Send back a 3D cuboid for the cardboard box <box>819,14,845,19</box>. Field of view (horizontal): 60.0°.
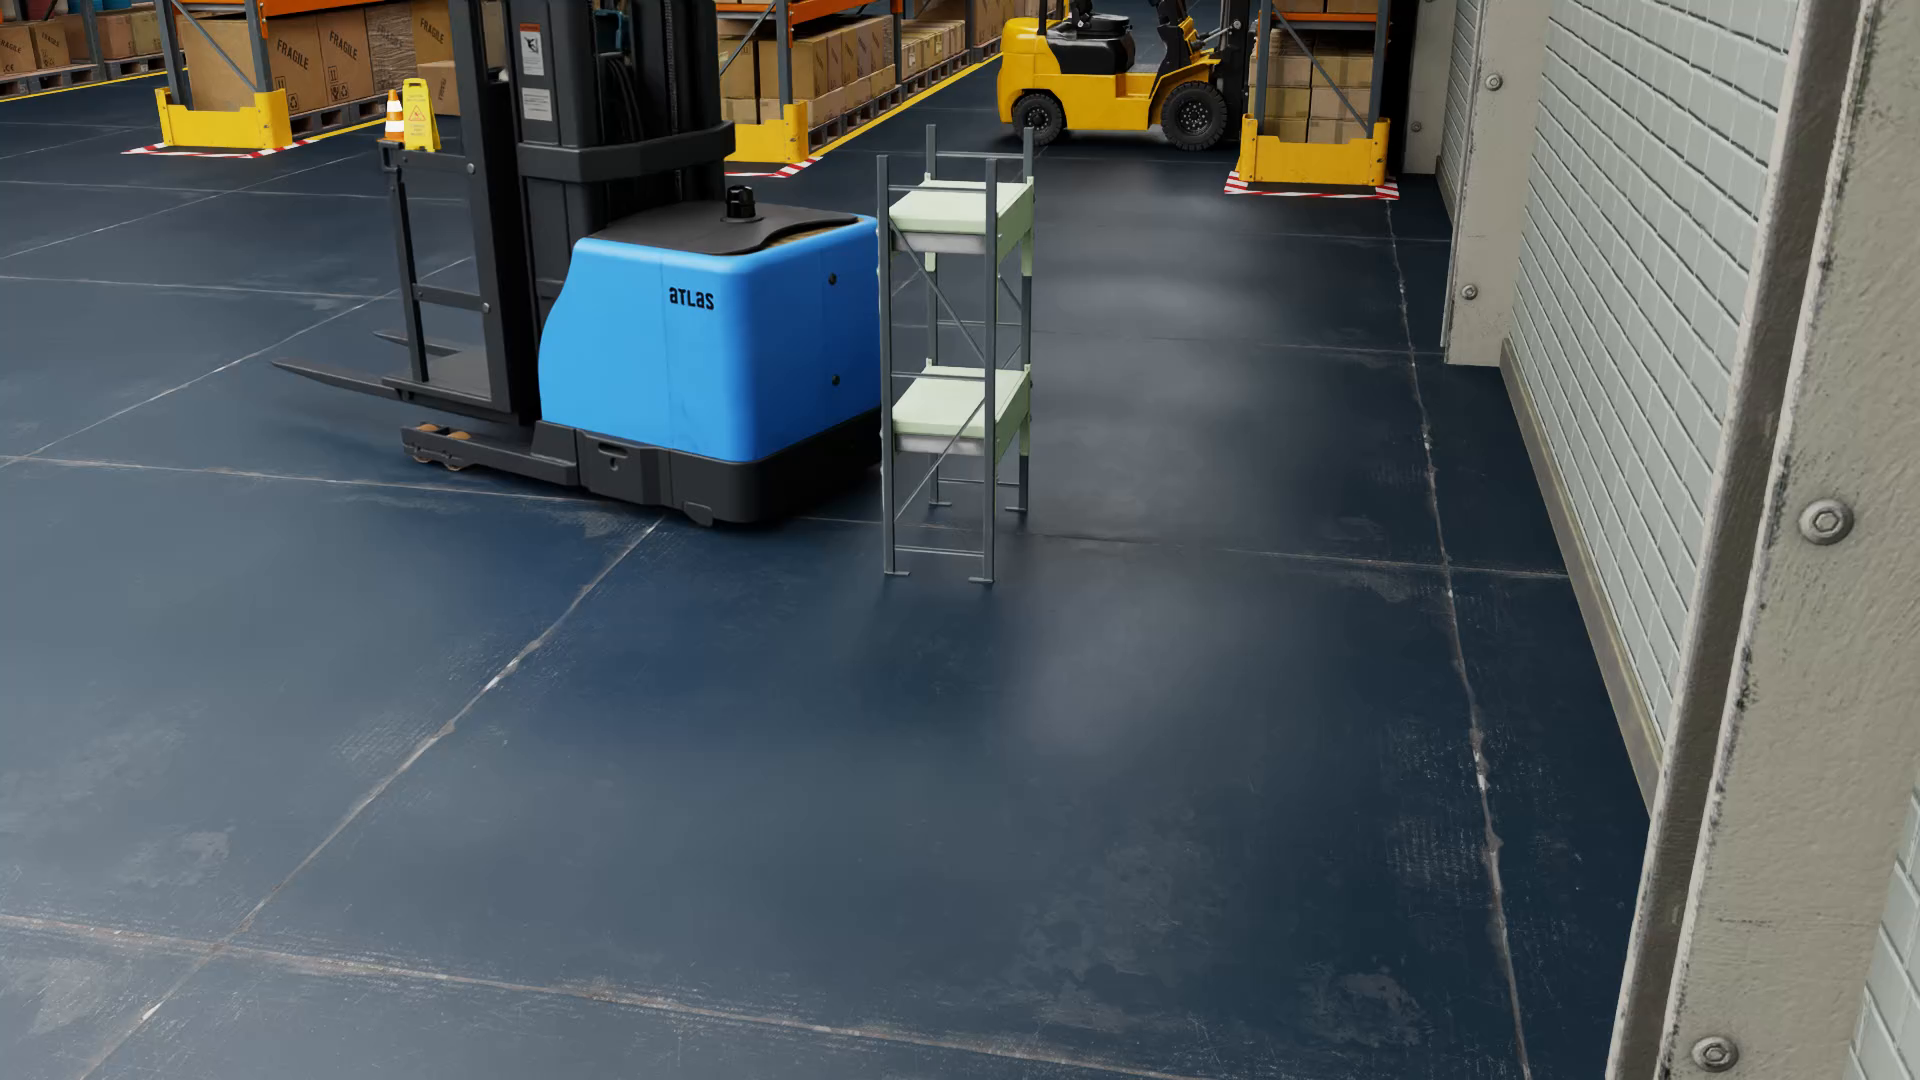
[{"bbox_3d":[-1.522,-5.288,17.582,0.500,0.500,0.500,6,23,13],"label":"cardboard box"}]

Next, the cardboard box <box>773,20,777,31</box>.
[{"bbox_3d":[-1.927,-4.961,15.903,0.380,0.149,0.250,5,23,13],"label":"cardboard box"}]

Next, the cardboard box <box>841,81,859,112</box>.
[{"bbox_3d":[-1.308,-4.333,16.214,0.500,0.250,0.500,6,23,15],"label":"cardboard box"}]

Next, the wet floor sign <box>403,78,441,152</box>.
[{"bbox_3d":[-4.888,-3.839,15.023,0.267,0.644,0.232,1,22,2],"label":"wet floor sign"}]

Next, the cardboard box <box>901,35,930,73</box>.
[{"bbox_3d":[-0.890,-5.647,19.314,0.950,0.372,0.625,6,23,14],"label":"cardboard box"}]

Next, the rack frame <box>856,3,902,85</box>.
[{"bbox_3d":[-1.138,-6.216,17.771,1.000,3.000,0.127,4,22,11],"label":"rack frame"}]

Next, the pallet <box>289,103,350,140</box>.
[{"bbox_3d":[-6.734,-4.098,16.246,1.003,0.211,1.213,4,22,11],"label":"pallet"}]

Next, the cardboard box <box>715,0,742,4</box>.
[{"bbox_3d":[-2.087,-4.789,14.566,0.380,0.149,0.250,5,23,13],"label":"cardboard box"}]

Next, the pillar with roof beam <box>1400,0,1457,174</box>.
[{"bbox_3d":[-0.284,-7.672,13.359,9.100,9.000,0.400,4,22,11],"label":"pillar with roof beam"}]

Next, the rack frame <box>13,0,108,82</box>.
[{"bbox_3d":[-10.839,-6.971,19.647,1.000,3.000,0.127,4,22,11],"label":"rack frame"}]

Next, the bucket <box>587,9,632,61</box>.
[{"bbox_3d":[-3.775,-5.517,18.384,0.726,0.611,0.620,13,15,29],"label":"bucket"}]

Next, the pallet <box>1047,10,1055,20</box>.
[{"bbox_3d":[0.973,-8.567,27.344,1.003,0.211,1.213,4,22,11],"label":"pallet"}]

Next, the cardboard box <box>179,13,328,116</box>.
[{"bbox_3d":[-6.747,-4.555,15.931,0.875,0.875,0.875,5,22,11],"label":"cardboard box"}]

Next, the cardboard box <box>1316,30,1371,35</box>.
[{"bbox_3d":[3.606,-4.656,15.680,0.500,0.250,0.500,5,22,11],"label":"cardboard box"}]

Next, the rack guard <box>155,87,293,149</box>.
[{"bbox_3d":[-6.825,-3.925,15.429,1.175,0.500,0.348,4,22,11],"label":"rack guard"}]

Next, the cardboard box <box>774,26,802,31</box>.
[{"bbox_3d":[-1.833,-4.708,16.143,0.500,0.500,0.500,4,22,10],"label":"cardboard box"}]

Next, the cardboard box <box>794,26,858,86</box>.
[{"bbox_3d":[-1.301,-4.677,16.066,0.500,0.500,0.500,5,22,12],"label":"cardboard box"}]

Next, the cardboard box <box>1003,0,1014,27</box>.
[{"bbox_3d":[0.270,-7.787,23.955,0.875,0.875,0.875,5,22,12],"label":"cardboard box"}]

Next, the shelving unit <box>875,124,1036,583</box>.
[{"bbox_3d":[-0.001,-0.693,6.067,0.431,1.500,0.755,4,22,11],"label":"shelving unit"}]

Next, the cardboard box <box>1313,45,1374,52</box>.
[{"bbox_3d":[3.288,-4.103,14.306,0.500,0.250,0.500,4,22,11],"label":"cardboard box"}]

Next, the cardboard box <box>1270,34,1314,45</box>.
[{"bbox_3d":[2.997,-4.508,15.312,0.500,0.250,0.500,4,22,10],"label":"cardboard box"}]

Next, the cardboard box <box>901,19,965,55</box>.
[{"bbox_3d":[-0.446,-6.448,21.305,0.950,0.372,0.625,3,22,7],"label":"cardboard box"}]

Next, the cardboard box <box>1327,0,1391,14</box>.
[{"bbox_3d":[3.279,-4.582,13.582,0.500,0.500,0.500,5,23,13],"label":"cardboard box"}]

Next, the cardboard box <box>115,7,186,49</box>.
[{"bbox_3d":[-10.463,-6.616,21.523,0.700,0.500,0.500,3,22,6],"label":"cardboard box"}]

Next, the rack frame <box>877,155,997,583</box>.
[{"bbox_3d":[-0.076,-0.559,5.735,0.400,1.500,0.023,4,22,11],"label":"rack frame"}]

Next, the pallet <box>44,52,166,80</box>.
[{"bbox_3d":[-10.682,-5.962,20.875,1.003,0.211,1.213,4,22,11],"label":"pallet"}]

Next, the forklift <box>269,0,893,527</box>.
[{"bbox_3d":[-1.804,-1.806,6.915,3.031,2.935,1.130,13,25,29],"label":"forklift"}]

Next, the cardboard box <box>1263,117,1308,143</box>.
[{"bbox_3d":[2.693,-3.491,14.125,0.500,0.250,0.500,5,22,11],"label":"cardboard box"}]

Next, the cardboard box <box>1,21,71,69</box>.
[{"bbox_3d":[-10.960,-5.863,19.680,0.500,0.500,0.500,4,22,9],"label":"cardboard box"}]

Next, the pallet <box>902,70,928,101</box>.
[{"bbox_3d":[-0.980,-5.207,19.000,1.003,0.211,1.213,4,22,11],"label":"pallet"}]

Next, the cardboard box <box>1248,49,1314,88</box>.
[{"bbox_3d":[2.695,-3.951,13.929,0.500,0.250,0.500,5,23,13],"label":"cardboard box"}]

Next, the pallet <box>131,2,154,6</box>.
[{"bbox_3d":[-13.943,-9.253,29.045,1.003,0.211,1.213,4,22,11],"label":"pallet"}]

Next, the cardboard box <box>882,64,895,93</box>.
[{"bbox_3d":[-0.995,-4.898,17.619,0.500,0.250,0.500,5,23,13],"label":"cardboard box"}]

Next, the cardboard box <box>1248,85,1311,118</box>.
[{"bbox_3d":[2.700,-3.729,14.046,0.500,0.250,0.500,4,22,10],"label":"cardboard box"}]

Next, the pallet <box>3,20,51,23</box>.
[{"bbox_3d":[-14.752,-7.809,25.462,1.003,0.211,1.213,4,22,11],"label":"pallet"}]

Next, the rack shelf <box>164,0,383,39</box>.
[{"bbox_3d":[-6.412,-5.491,16.935,1.077,0.370,4.000,4,22,11],"label":"rack shelf"}]

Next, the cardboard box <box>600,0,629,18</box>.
[{"bbox_3d":[-4.794,-7.293,23.231,0.500,0.500,0.500,4,22,9],"label":"cardboard box"}]

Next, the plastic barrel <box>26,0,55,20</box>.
[{"bbox_3d":[-14.558,-8.481,26.062,0.600,0.588,0.708,4,22,11],"label":"plastic barrel"}]

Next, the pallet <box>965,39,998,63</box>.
[{"bbox_3d":[-0.087,-6.667,22.626,1.003,0.211,1.213,4,22,11],"label":"pallet"}]

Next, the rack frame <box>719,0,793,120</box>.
[{"bbox_3d":[-1.954,-4.753,14.139,1.000,3.000,0.127,4,22,11],"label":"rack frame"}]

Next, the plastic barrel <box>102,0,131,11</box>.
[{"bbox_3d":[-14.183,-9.298,27.672,0.600,0.901,0.708,4,22,11],"label":"plastic barrel"}]

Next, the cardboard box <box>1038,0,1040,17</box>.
[{"bbox_3d":[0.910,-8.696,26.799,0.875,0.438,0.875,4,22,9],"label":"cardboard box"}]

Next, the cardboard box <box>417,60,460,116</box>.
[{"bbox_3d":[-5.316,-4.752,17.479,0.500,0.500,0.500,8,23,20],"label":"cardboard box"}]

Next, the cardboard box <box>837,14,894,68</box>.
[{"bbox_3d":[-0.996,-5.246,17.478,0.500,0.500,0.500,4,22,10],"label":"cardboard box"}]

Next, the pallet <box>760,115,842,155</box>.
[{"bbox_3d":[-1.738,-3.781,15.460,1.003,0.211,1.213,4,22,11],"label":"pallet"}]

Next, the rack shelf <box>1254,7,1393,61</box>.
[{"bbox_3d":[3.314,-4.773,15.153,1.077,0.370,4.000,4,22,11],"label":"rack shelf"}]

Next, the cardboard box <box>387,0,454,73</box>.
[{"bbox_3d":[-6.201,-5.540,18.377,0.875,0.875,0.875,5,22,12],"label":"cardboard box"}]
